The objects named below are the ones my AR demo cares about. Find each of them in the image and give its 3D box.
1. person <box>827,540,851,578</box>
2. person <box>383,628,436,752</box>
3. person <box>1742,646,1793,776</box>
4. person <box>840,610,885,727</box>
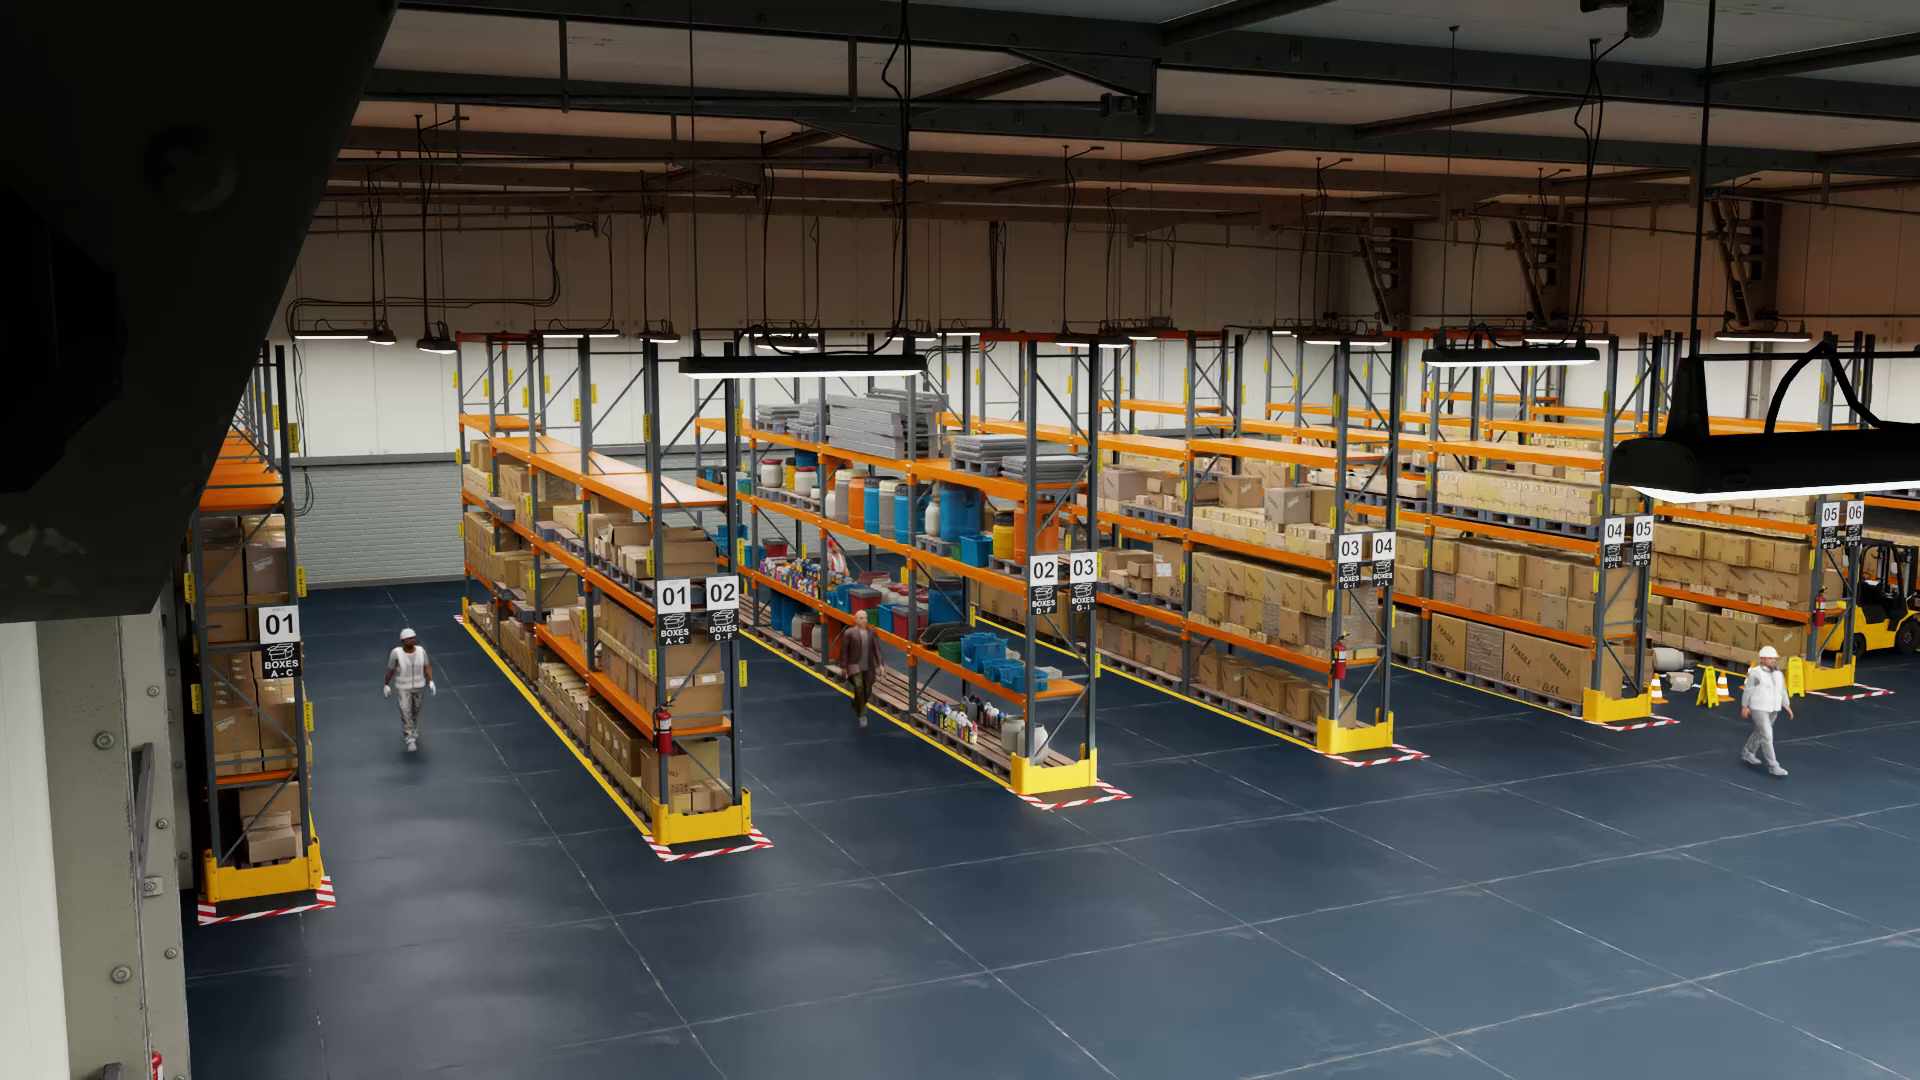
[{"bbox_3d":[-2.452,0.860,34.008,0.978,1.733,0.567,5,9,32],"label":"person"},{"bbox_3d":[-8.087,2.158,24.459,0.675,1.722,1.054,-5,9,-33],"label":"person"},{"bbox_3d":[11.278,2.346,23.139,0.552,1.727,0.970,-3,8,-18],"label":"person"},{"bbox_3d":[-1.476,1.889,25.022,0.645,1.659,1.008,-3,8,-23],"label":"person"}]
